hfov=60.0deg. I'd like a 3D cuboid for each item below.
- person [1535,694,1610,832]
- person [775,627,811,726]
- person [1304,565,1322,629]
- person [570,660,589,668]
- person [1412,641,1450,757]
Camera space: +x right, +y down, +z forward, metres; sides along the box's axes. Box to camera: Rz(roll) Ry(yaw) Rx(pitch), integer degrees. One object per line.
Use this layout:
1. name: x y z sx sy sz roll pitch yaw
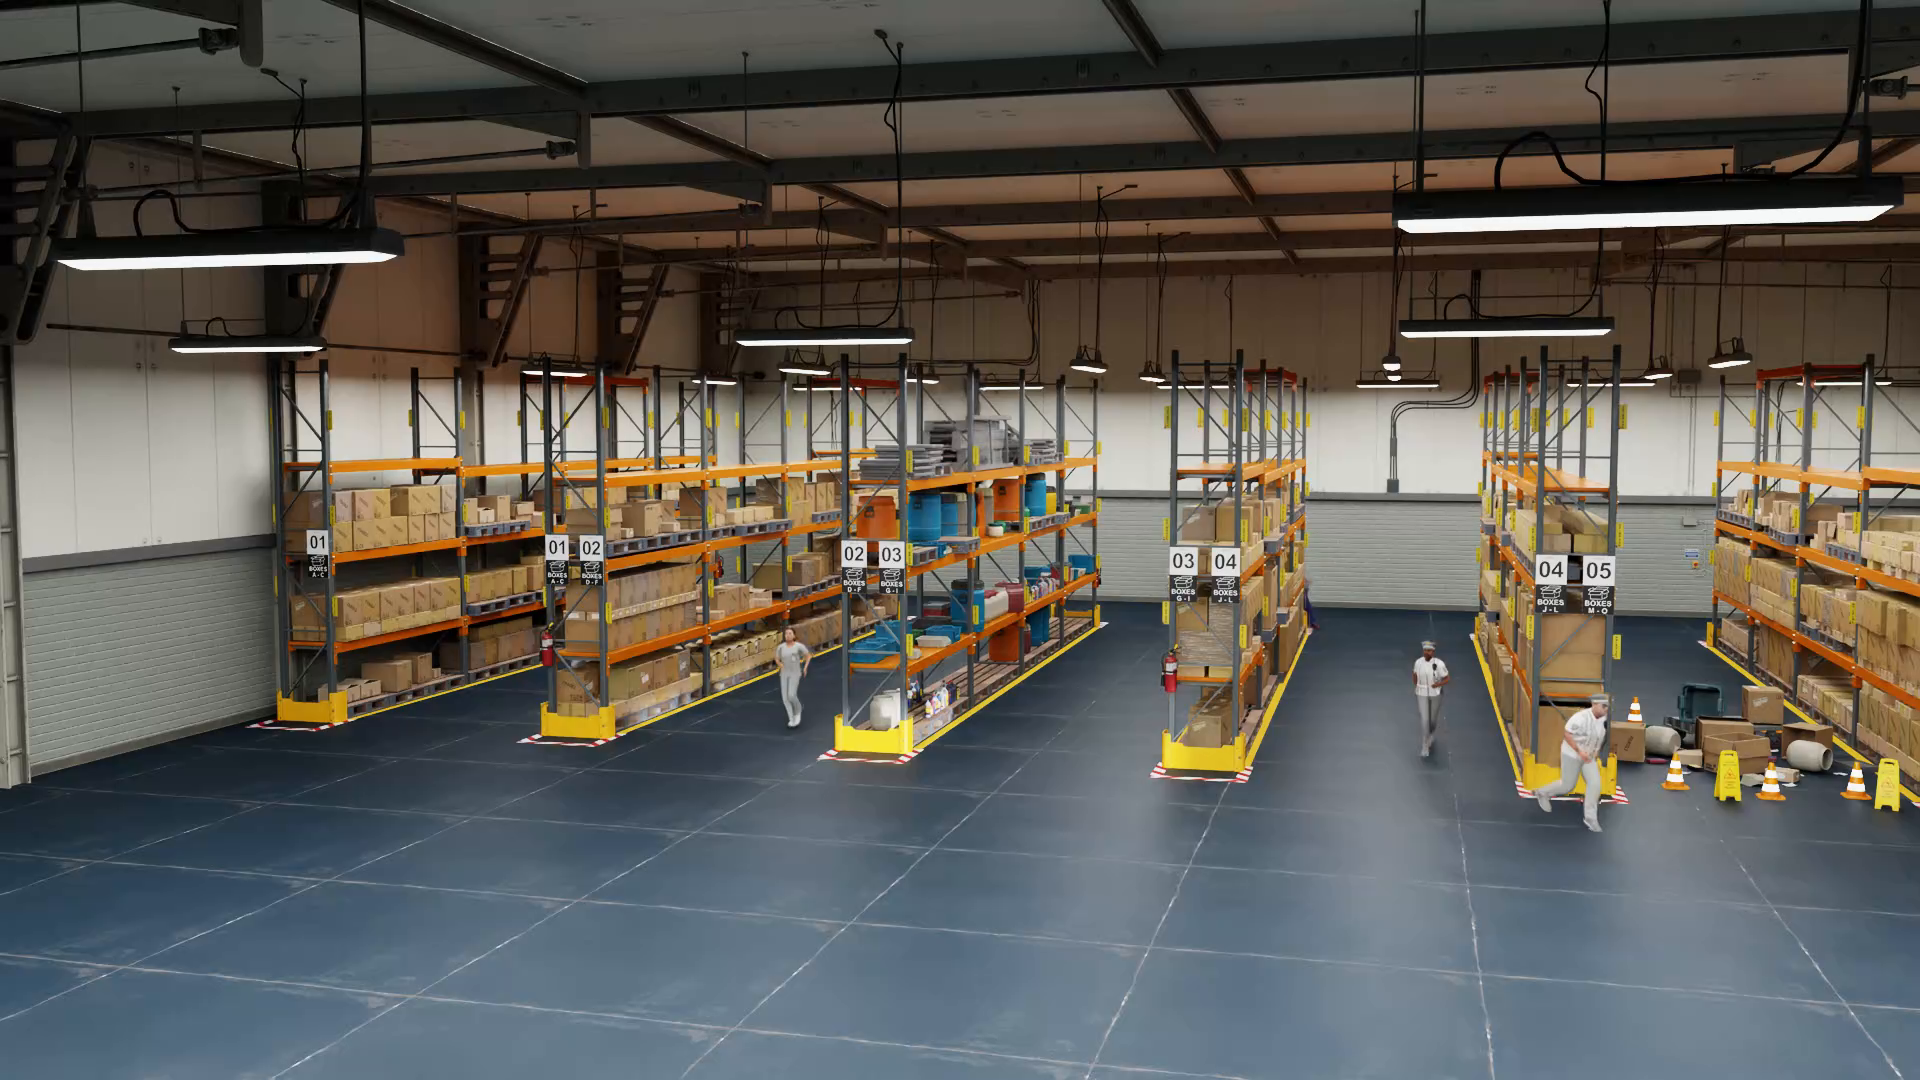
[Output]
1. person: 7.607 2.706 20.635 0.688 1.735 0.997 -3 5 -35
2. person: -2.749 2.228 27.026 0.543 1.634 0.619 1 4 13
3. person: 8.266 1.308 40.068 1.000 1.610 0.624 2 5 30
4. person: -6.780 1.964 30.084 0.669 1.807 0.762 1 4 7
5. person: 7.093 2.360 25.084 0.570 1.711 0.849 2 4 21
